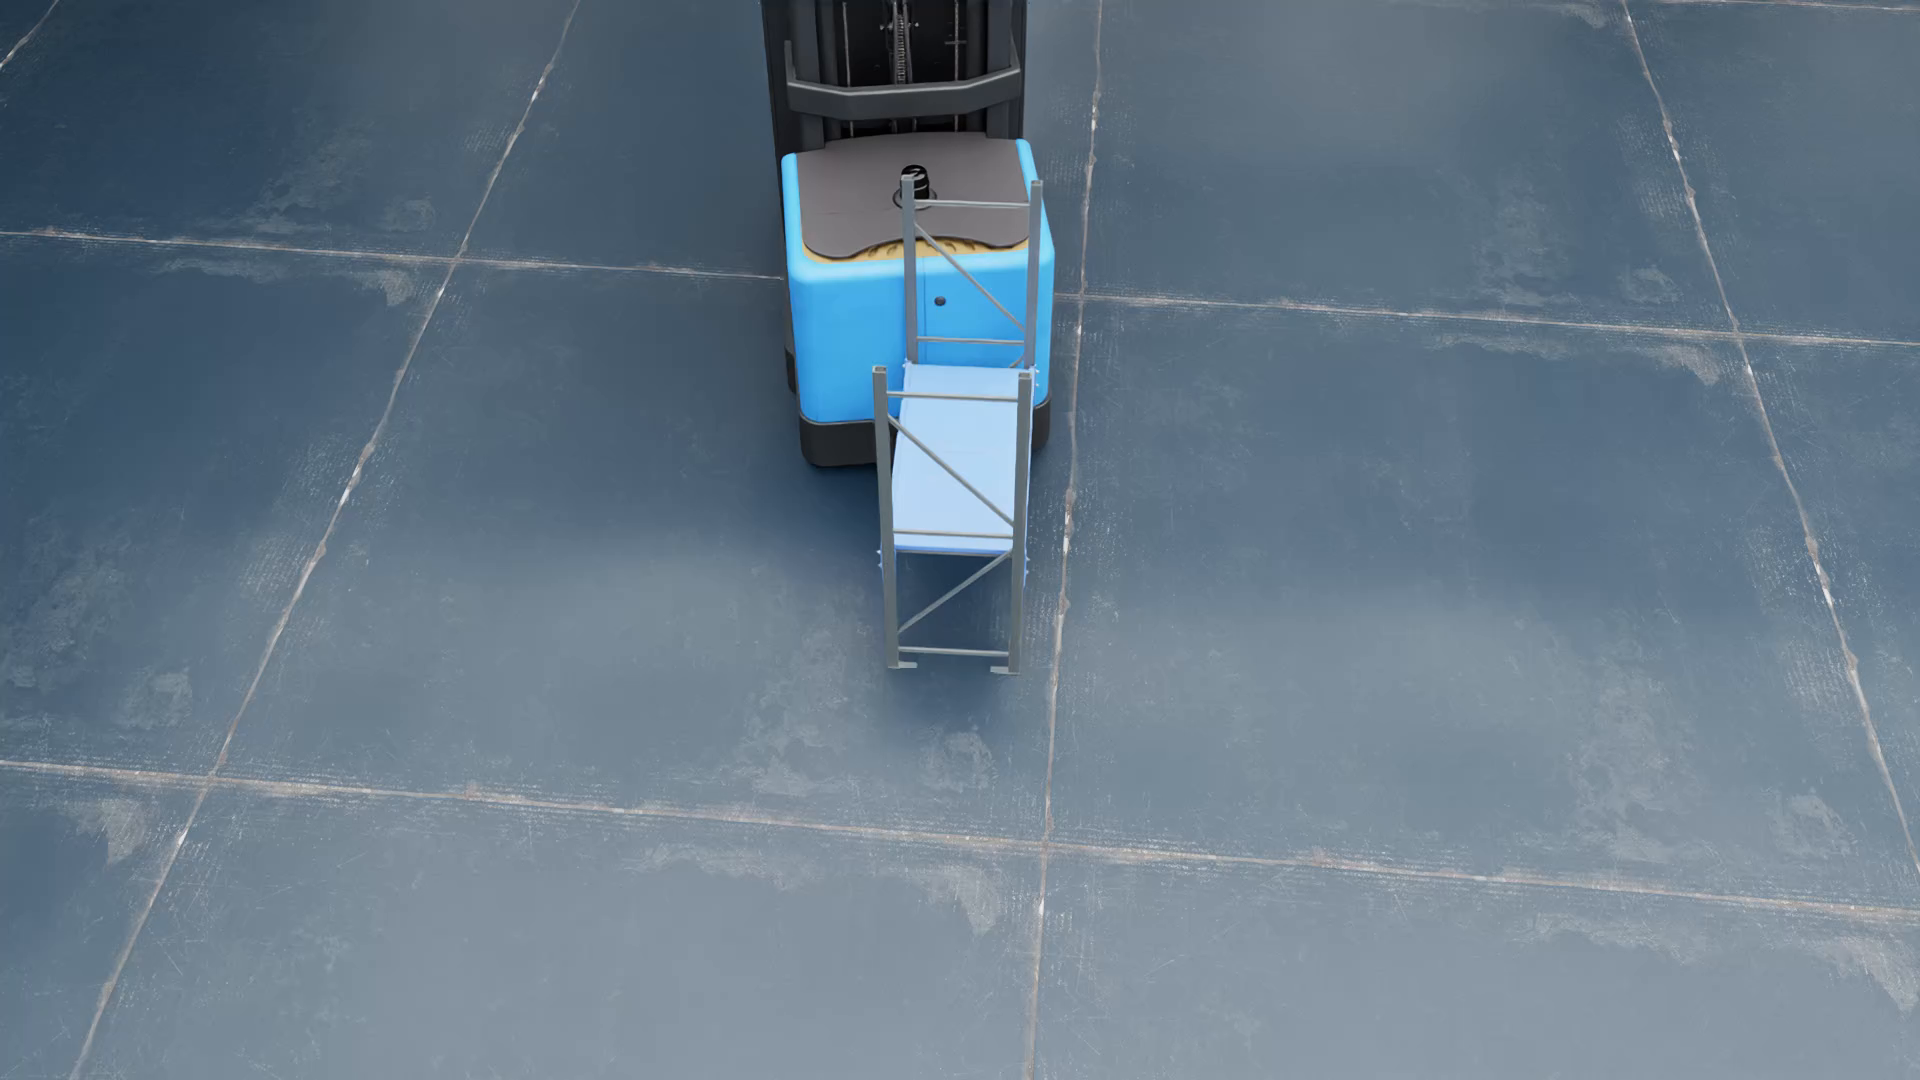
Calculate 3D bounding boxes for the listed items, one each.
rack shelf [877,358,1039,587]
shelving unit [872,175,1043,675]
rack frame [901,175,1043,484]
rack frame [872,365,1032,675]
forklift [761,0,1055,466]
[{"bbox_3d":[0.009,-0.271,6.225,0.538,0.185,1.000,3,48,3],"label":"rack shelf"},{"bbox_3d":[0.009,-0.392,6.092,0.538,1.500,1.048,3,48,3],"label":"shelving unit"},{"bbox_3d":[0.043,-0.767,6.435,0.500,1.500,0.032,3,48,3],"label":"rack frame"},{"bbox_3d":[-0.024,-0.018,5.750,0.500,1.500,0.032,3,48,3],"label":"rack frame"},{"bbox_3d":[-0.295,-2.391,6.951,1.130,2.935,3.031,-5,48,-4],"label":"forklift"}]
